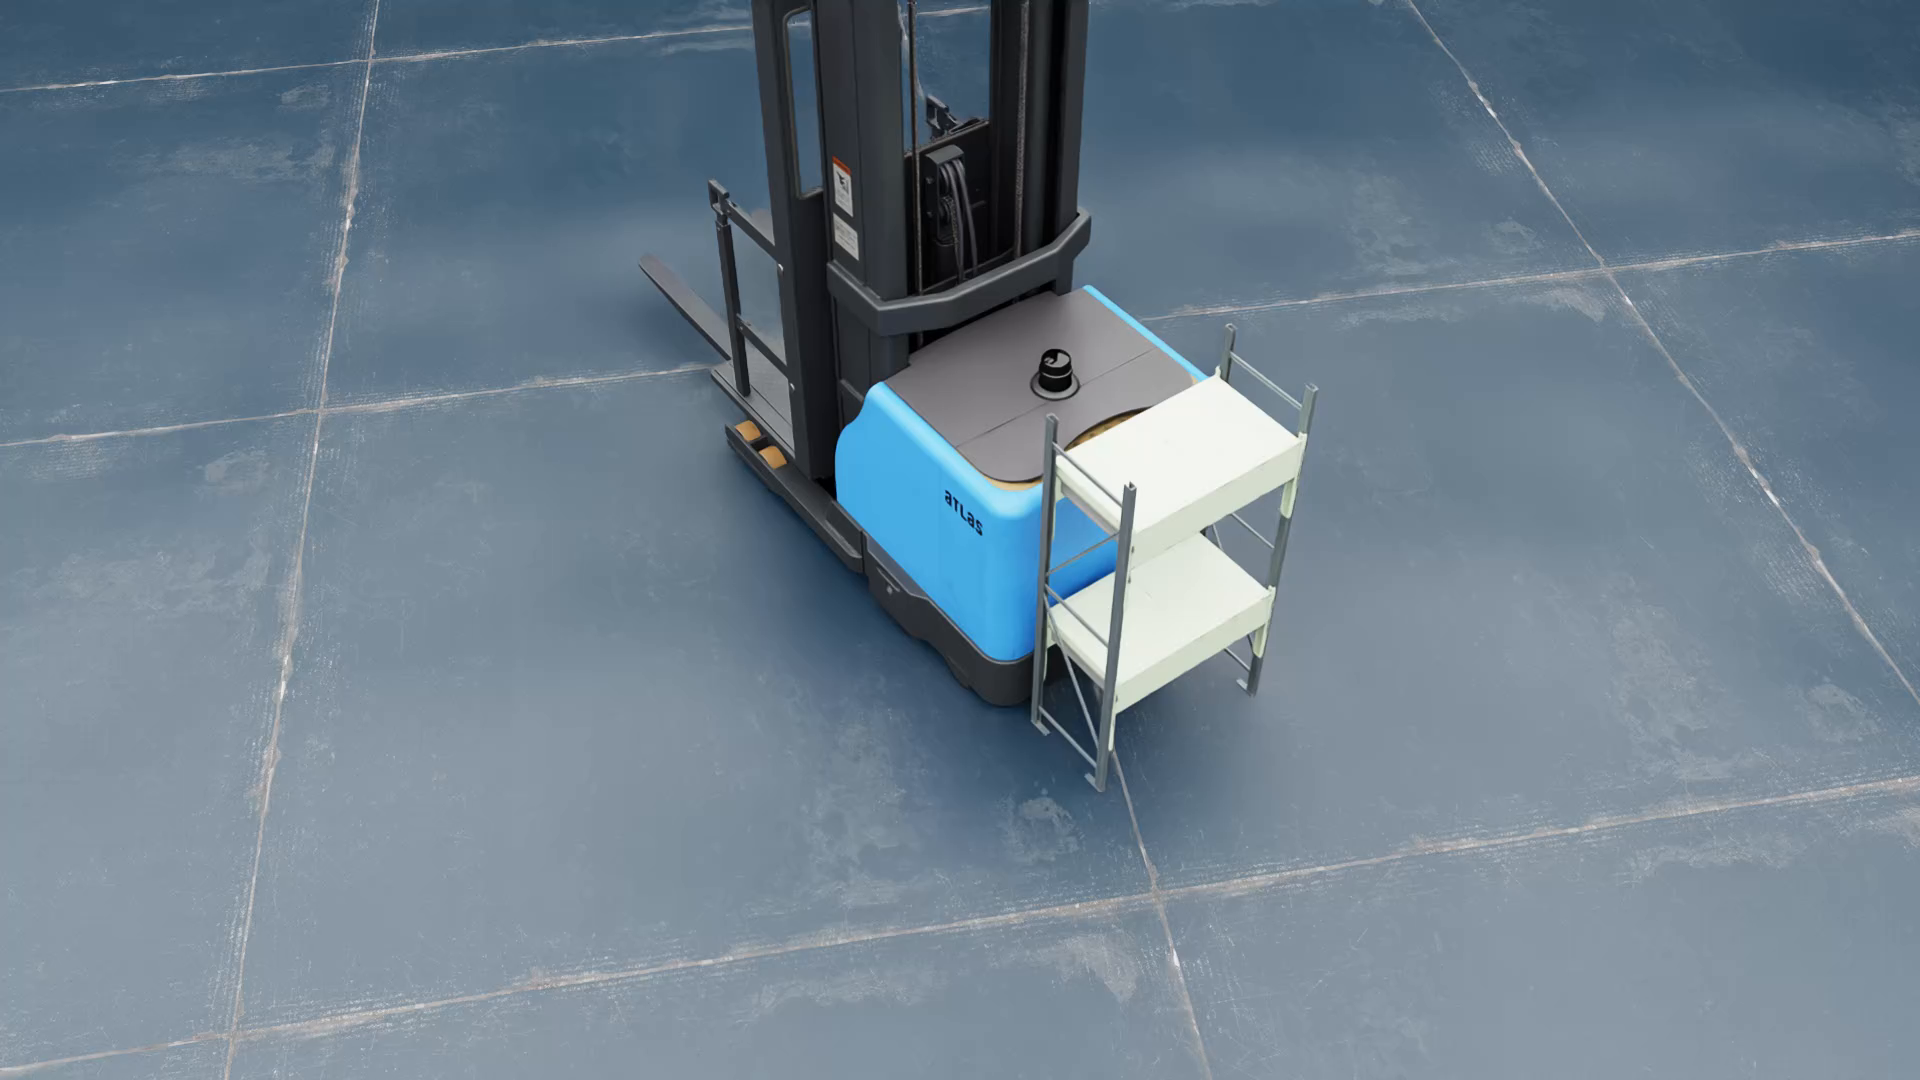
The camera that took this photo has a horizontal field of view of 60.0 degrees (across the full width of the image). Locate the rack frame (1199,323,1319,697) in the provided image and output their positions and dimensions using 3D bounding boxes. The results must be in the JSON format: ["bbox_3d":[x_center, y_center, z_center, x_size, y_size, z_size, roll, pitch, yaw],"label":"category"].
[{"bbox_3d":[0.977,-0.056,5.762,0.023,1.500,0.400,-28,52,-24],"label":"rack frame"}]

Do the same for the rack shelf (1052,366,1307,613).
[{"bbox_3d":[0.682,-0.171,5.331,0.720,0.370,0.431,-28,52,-24],"label":"rack shelf"}]

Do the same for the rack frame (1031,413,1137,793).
[{"bbox_3d":[0.386,0.256,5.462,0.023,1.500,0.400,-28,52,-24],"label":"rack frame"}]

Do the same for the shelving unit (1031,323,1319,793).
[{"bbox_3d":[0.682,0.100,5.612,0.755,1.500,0.431,-28,52,-24],"label":"shelving unit"}]

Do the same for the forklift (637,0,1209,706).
[{"bbox_3d":[-0.333,-1.433,6.096,1.130,2.935,3.031,-28,52,-24],"label":"forklift"}]

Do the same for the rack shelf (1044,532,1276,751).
[{"bbox_3d":[0.682,0.326,5.847,0.720,0.370,0.431,-28,52,-24],"label":"rack shelf"}]
